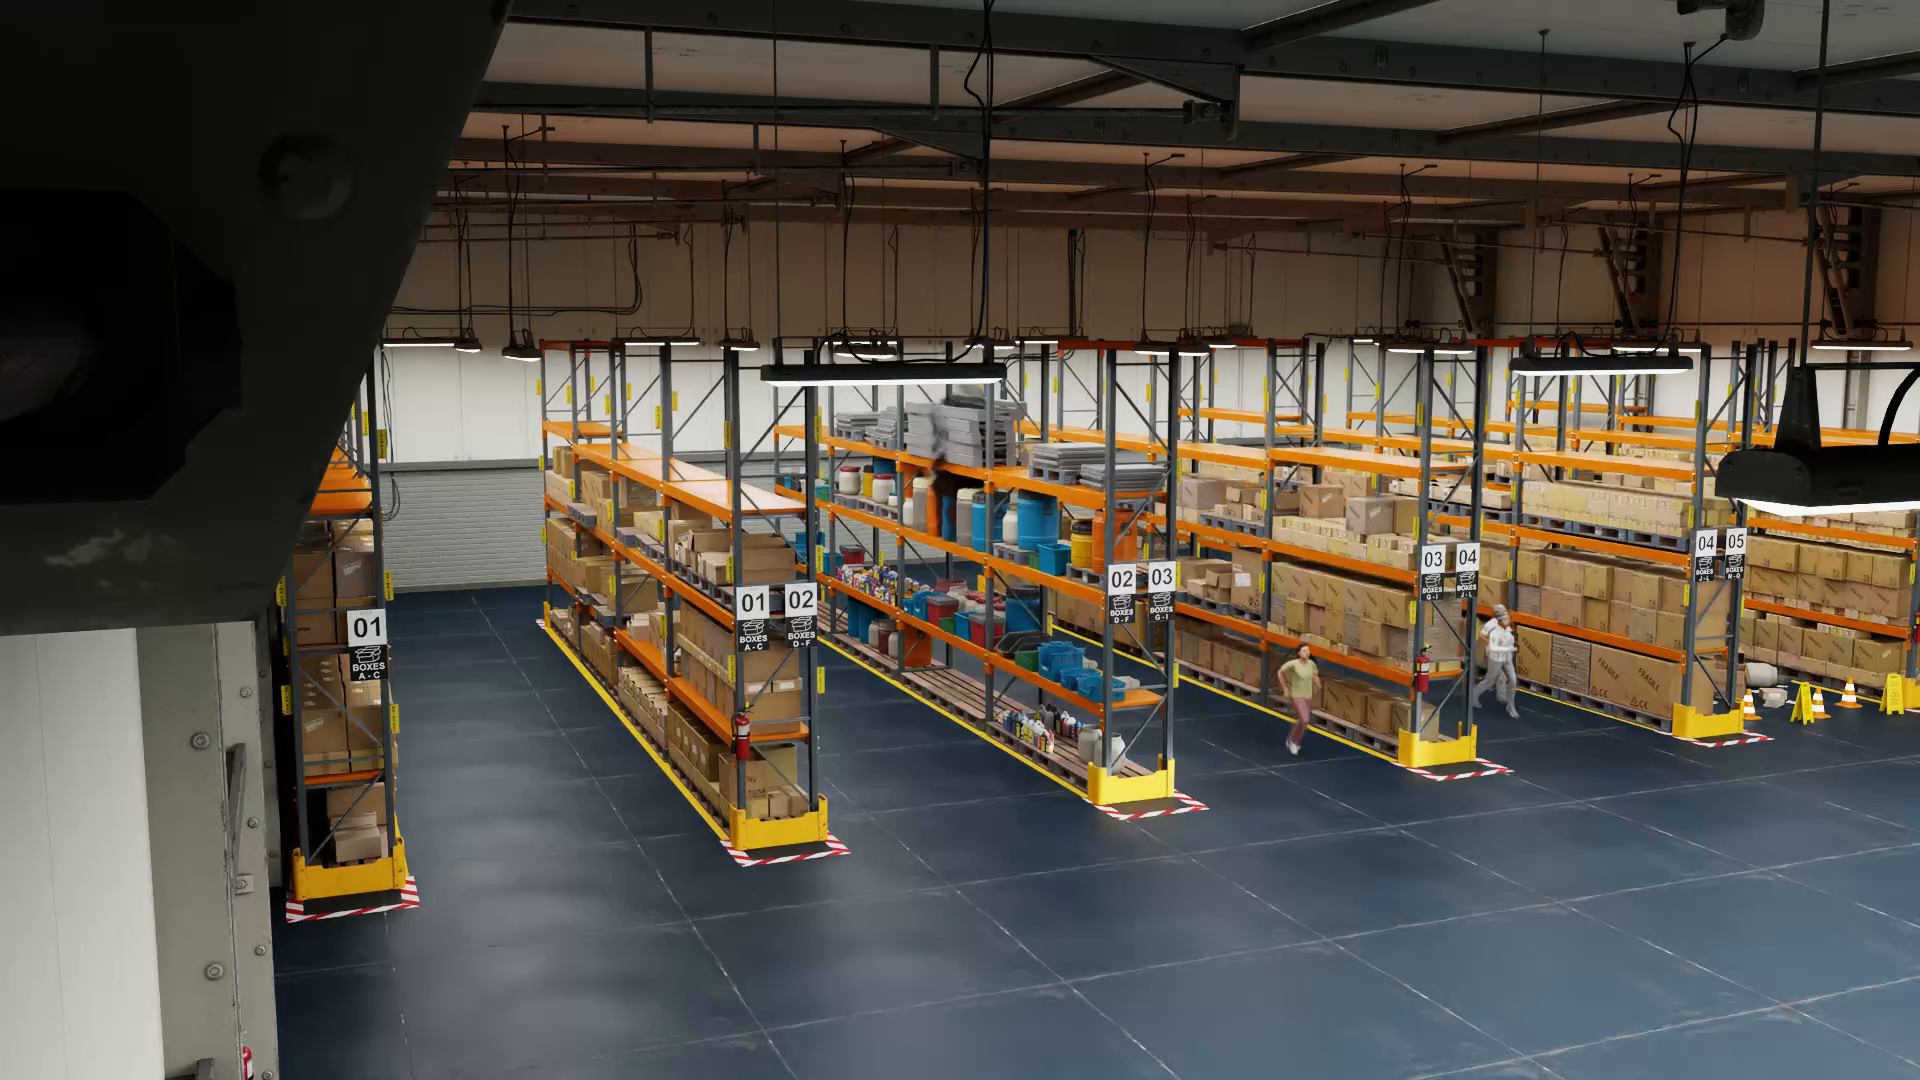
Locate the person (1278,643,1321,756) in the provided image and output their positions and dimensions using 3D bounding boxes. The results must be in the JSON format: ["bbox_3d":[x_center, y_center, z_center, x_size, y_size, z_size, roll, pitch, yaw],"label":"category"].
[{"bbox_3d":[5.039,2.334,24.502,0.575,1.670,0.656,-3,8,-24],"label":"person"}]

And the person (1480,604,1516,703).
[{"bbox_3d":[9.074,1.887,28.038,0.615,1.624,0.685,-4,9,-30],"label":"person"}]

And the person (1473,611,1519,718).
[{"bbox_3d":[8.751,1.985,27.045,0.623,1.739,0.883,-4,8,-28],"label":"person"}]
